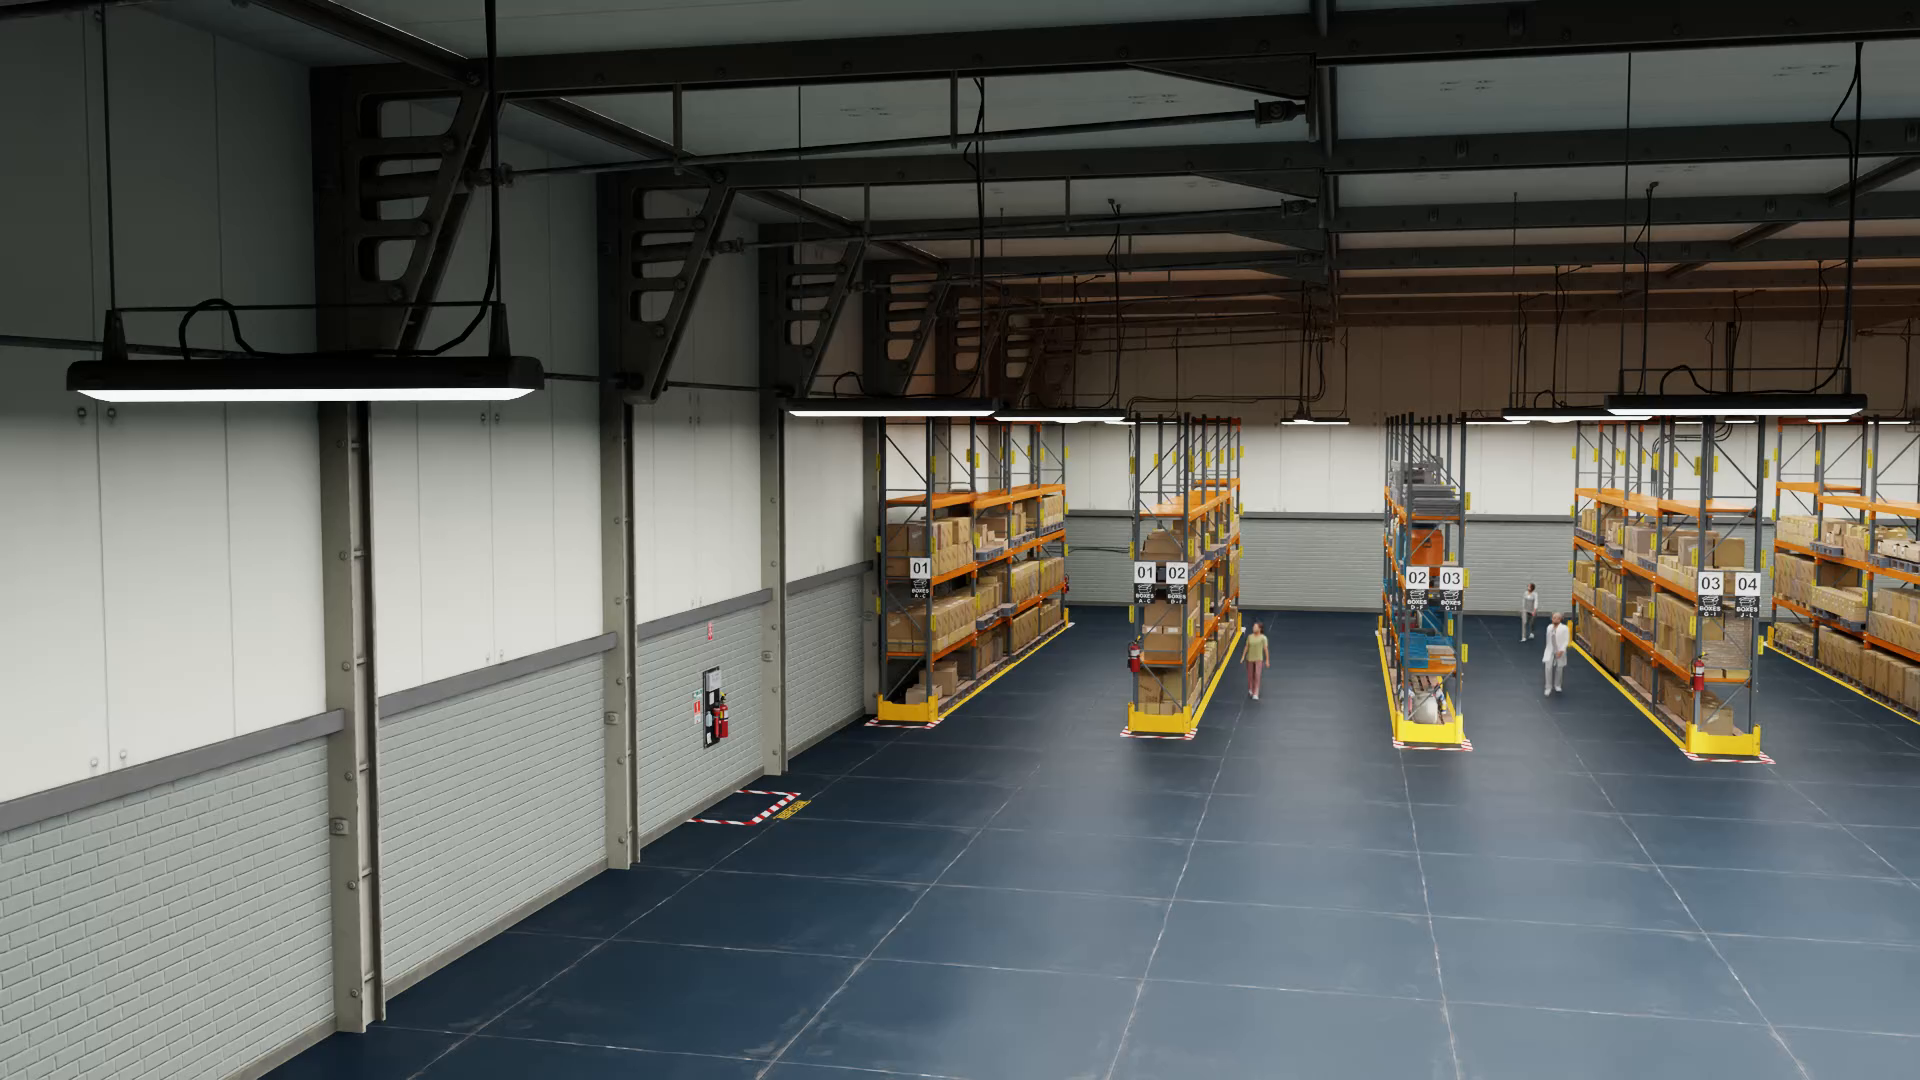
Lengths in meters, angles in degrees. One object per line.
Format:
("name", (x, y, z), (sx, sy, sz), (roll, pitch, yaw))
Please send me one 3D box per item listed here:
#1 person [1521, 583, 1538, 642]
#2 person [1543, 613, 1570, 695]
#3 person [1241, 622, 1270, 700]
("person", (15.245, 1.925, 44.532), (0.431, 1.560, 0.748), (2, 4, 22))
("person", (12.754, 2.423, 35.576), (0.539, 1.724, 1.094), (2, 4, 22))
("person", (6.236, 2.538, 35.135), (0.596, 1.623, 1.029), (1, 4, 16))
